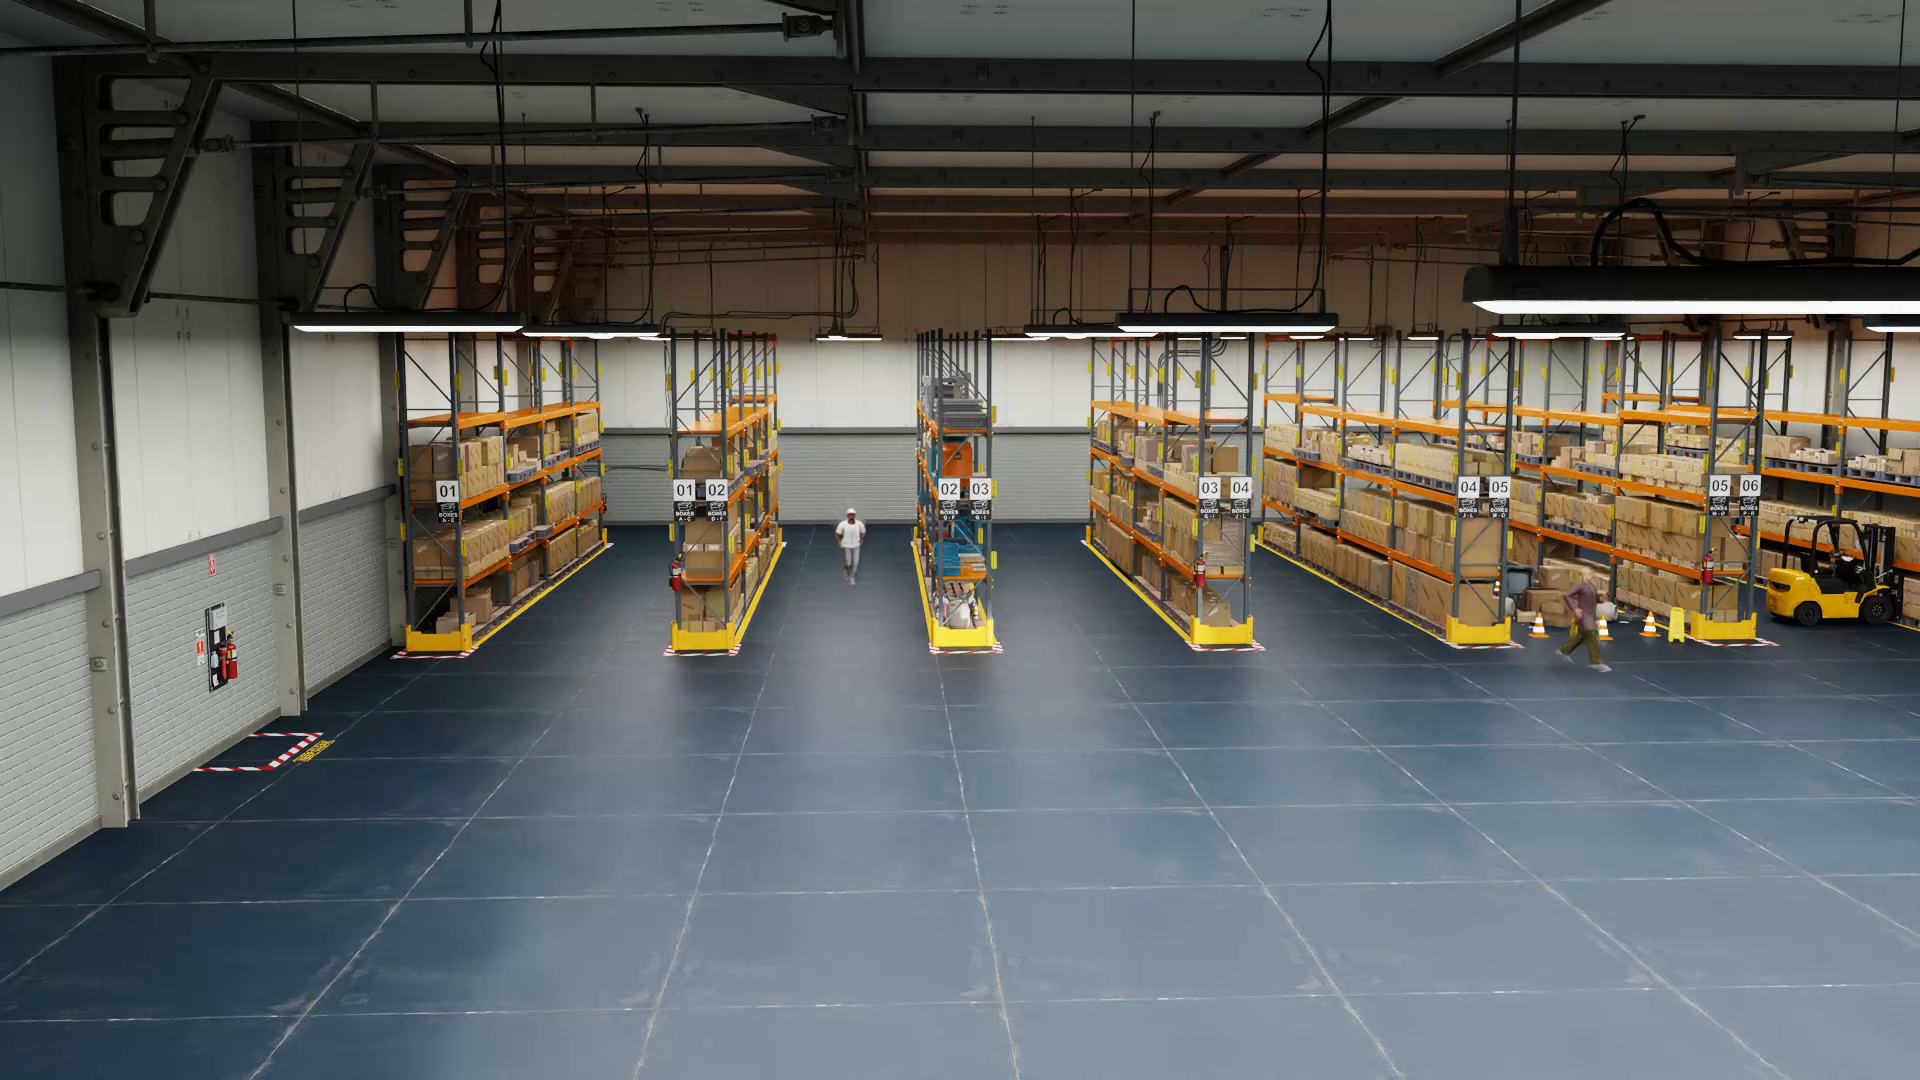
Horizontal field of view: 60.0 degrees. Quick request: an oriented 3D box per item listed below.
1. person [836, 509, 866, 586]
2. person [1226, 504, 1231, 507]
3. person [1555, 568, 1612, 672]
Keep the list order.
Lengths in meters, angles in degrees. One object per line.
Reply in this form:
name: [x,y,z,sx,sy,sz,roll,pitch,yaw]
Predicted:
person: [-2.457,0.149,37.640,0.702,1.738,0.592,-1,7,-12]
person: [7.693,-0.841,48.567,0.671,1.692,0.731,-2,7,-14]
person: [10.984,1.373,29.219,1.050,1.777,0.680,6,9,40]
